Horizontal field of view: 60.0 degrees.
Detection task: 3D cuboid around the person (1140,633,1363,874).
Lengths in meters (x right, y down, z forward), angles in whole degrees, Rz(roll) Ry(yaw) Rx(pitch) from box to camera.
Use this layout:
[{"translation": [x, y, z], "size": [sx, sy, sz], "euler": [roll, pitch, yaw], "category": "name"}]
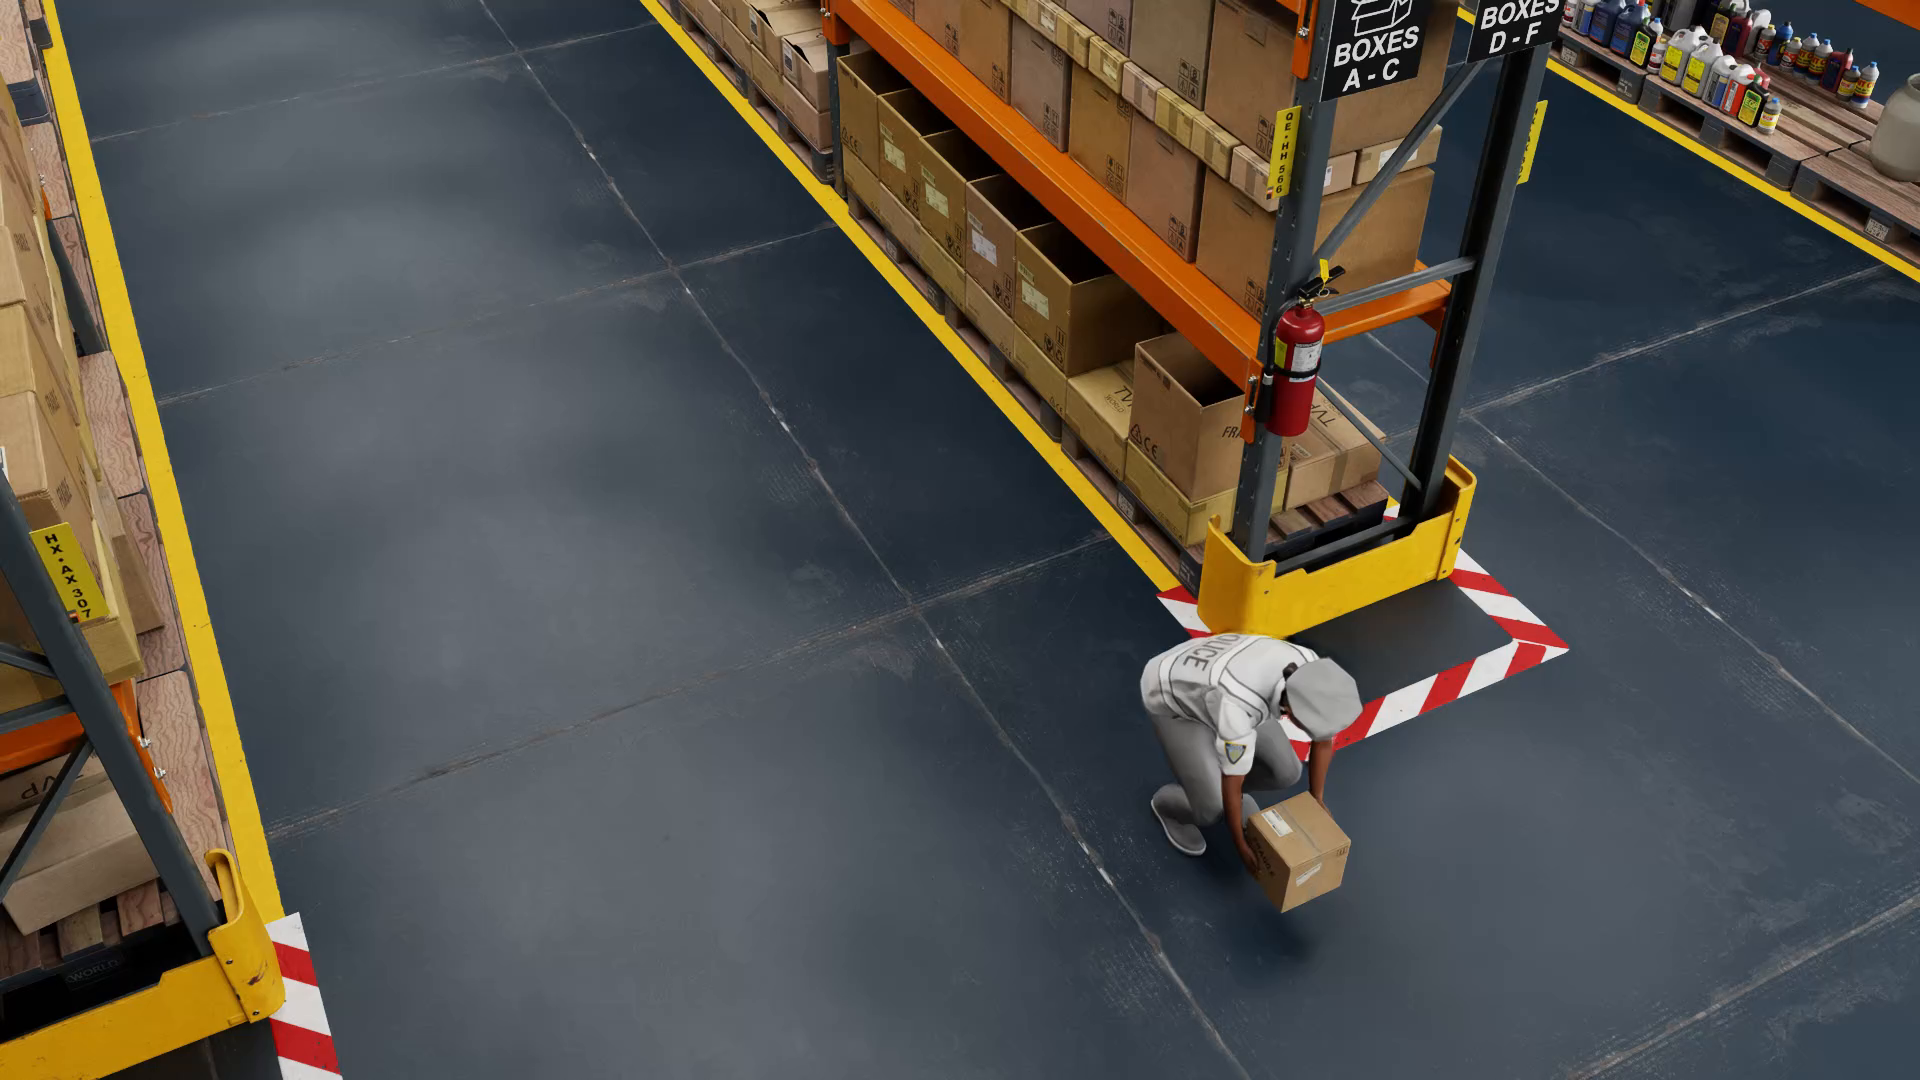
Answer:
[{"translation": [0.996, 0.691, 5.825], "size": [0.491, 1.076, 0.827], "euler": [-20, 45, -21], "category": "person"}]
